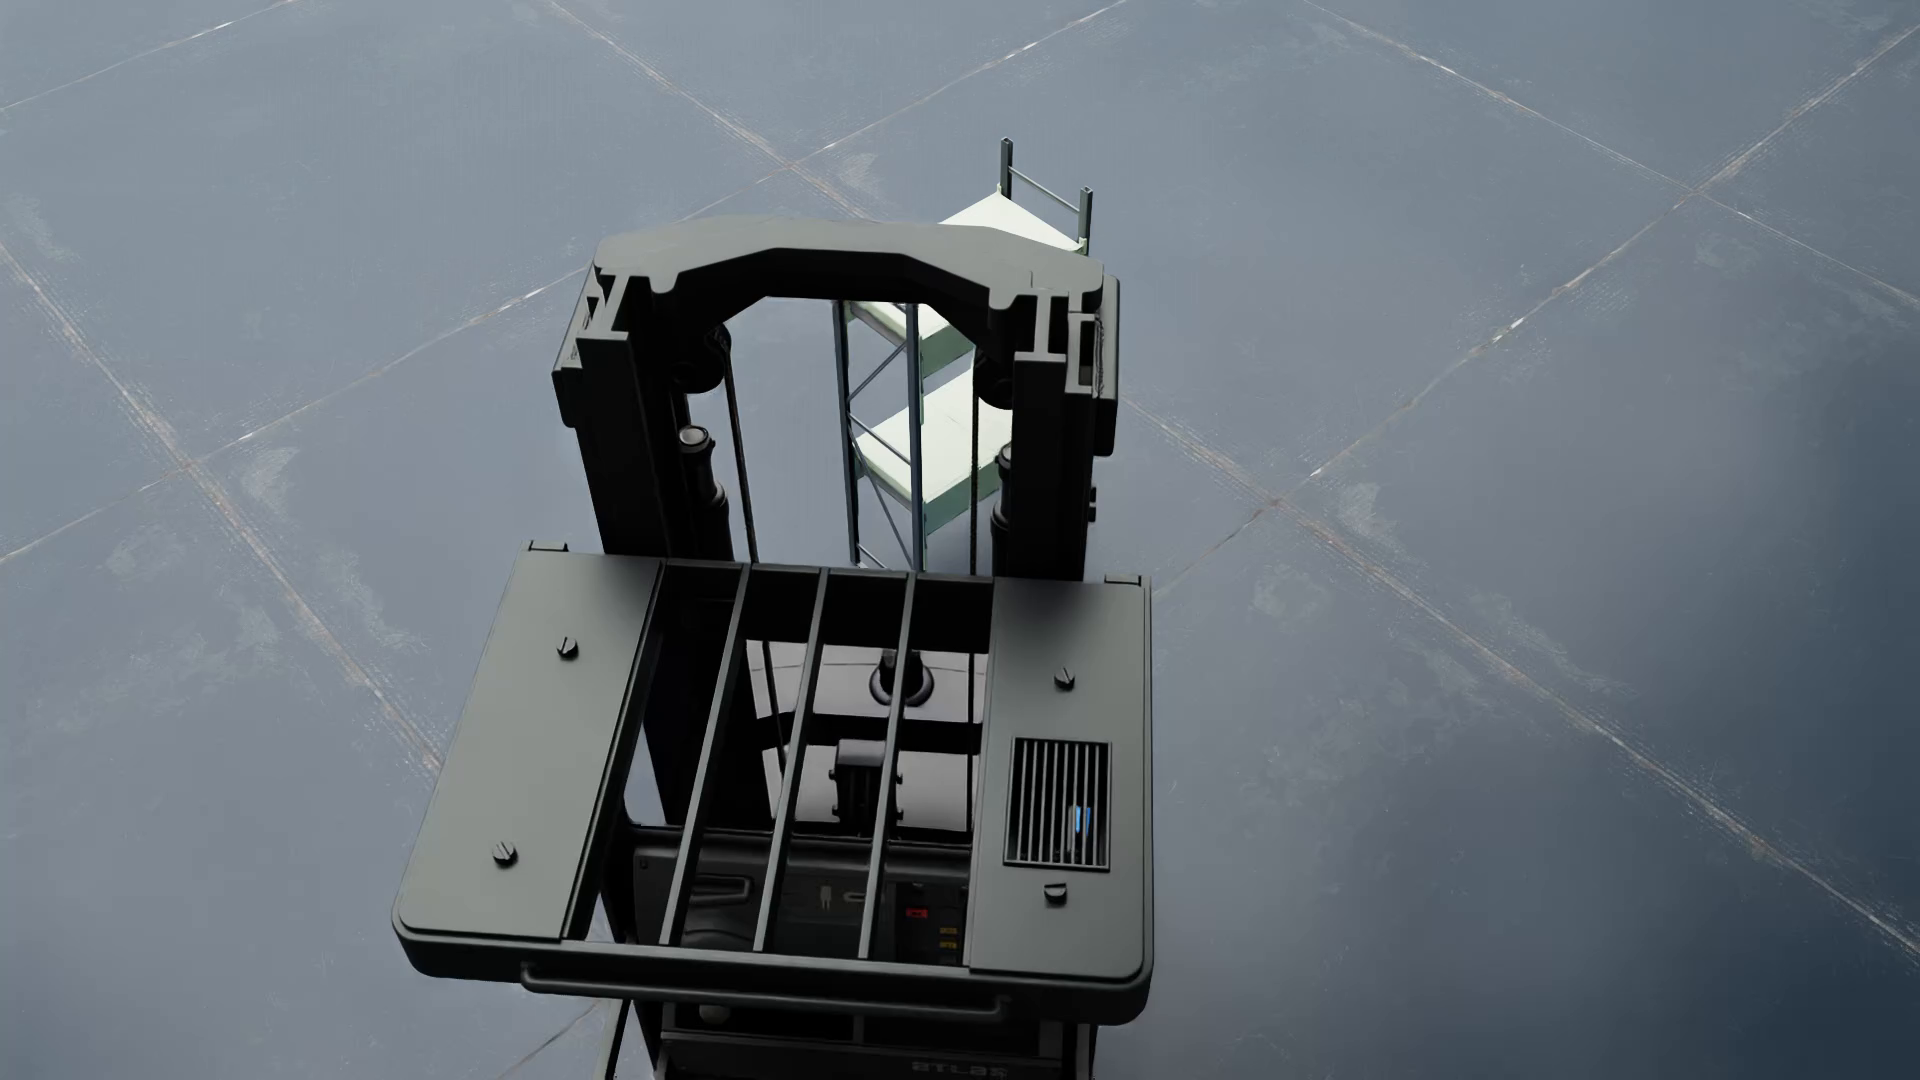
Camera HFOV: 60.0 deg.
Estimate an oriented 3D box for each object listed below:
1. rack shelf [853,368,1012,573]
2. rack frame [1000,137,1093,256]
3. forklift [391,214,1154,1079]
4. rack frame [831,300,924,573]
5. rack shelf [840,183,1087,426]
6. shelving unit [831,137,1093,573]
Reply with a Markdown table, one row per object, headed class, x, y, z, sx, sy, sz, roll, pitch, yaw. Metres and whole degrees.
| class | x | y | z | sx | sy | sz | roll | pitch | yaw |
| --- | --- | --- | --- | --- | --- | --- | --- | --- | --- |
| rack shelf | 0.005 | -0.291 | 5.941 | 0.720 | 0.370 | 0.431 | -34 | 56 | -27 |
| rack frame | 0.276 | -0.693 | 5.869 | 0.023 | 1.500 | 0.400 | -34 | 56 | -27 |
| forklift | -0.239 | 0.950 | 3.379 | 1.130 | 2.935 | 3.031 | 3 | 47 | 3 |
| rack frame | -0.266 | -0.331 | 5.535 | 0.023 | 1.500 | 0.400 | -34 | 56 | -27 |
| rack shelf | 0.005 | -0.777 | 5.415 | 0.720 | 0.370 | 0.431 | -34 | 56 | -27 |
| shelving unit | 0.005 | -0.512 | 5.702 | 0.755 | 1.500 | 0.431 | -34 | 56 | -27 |
